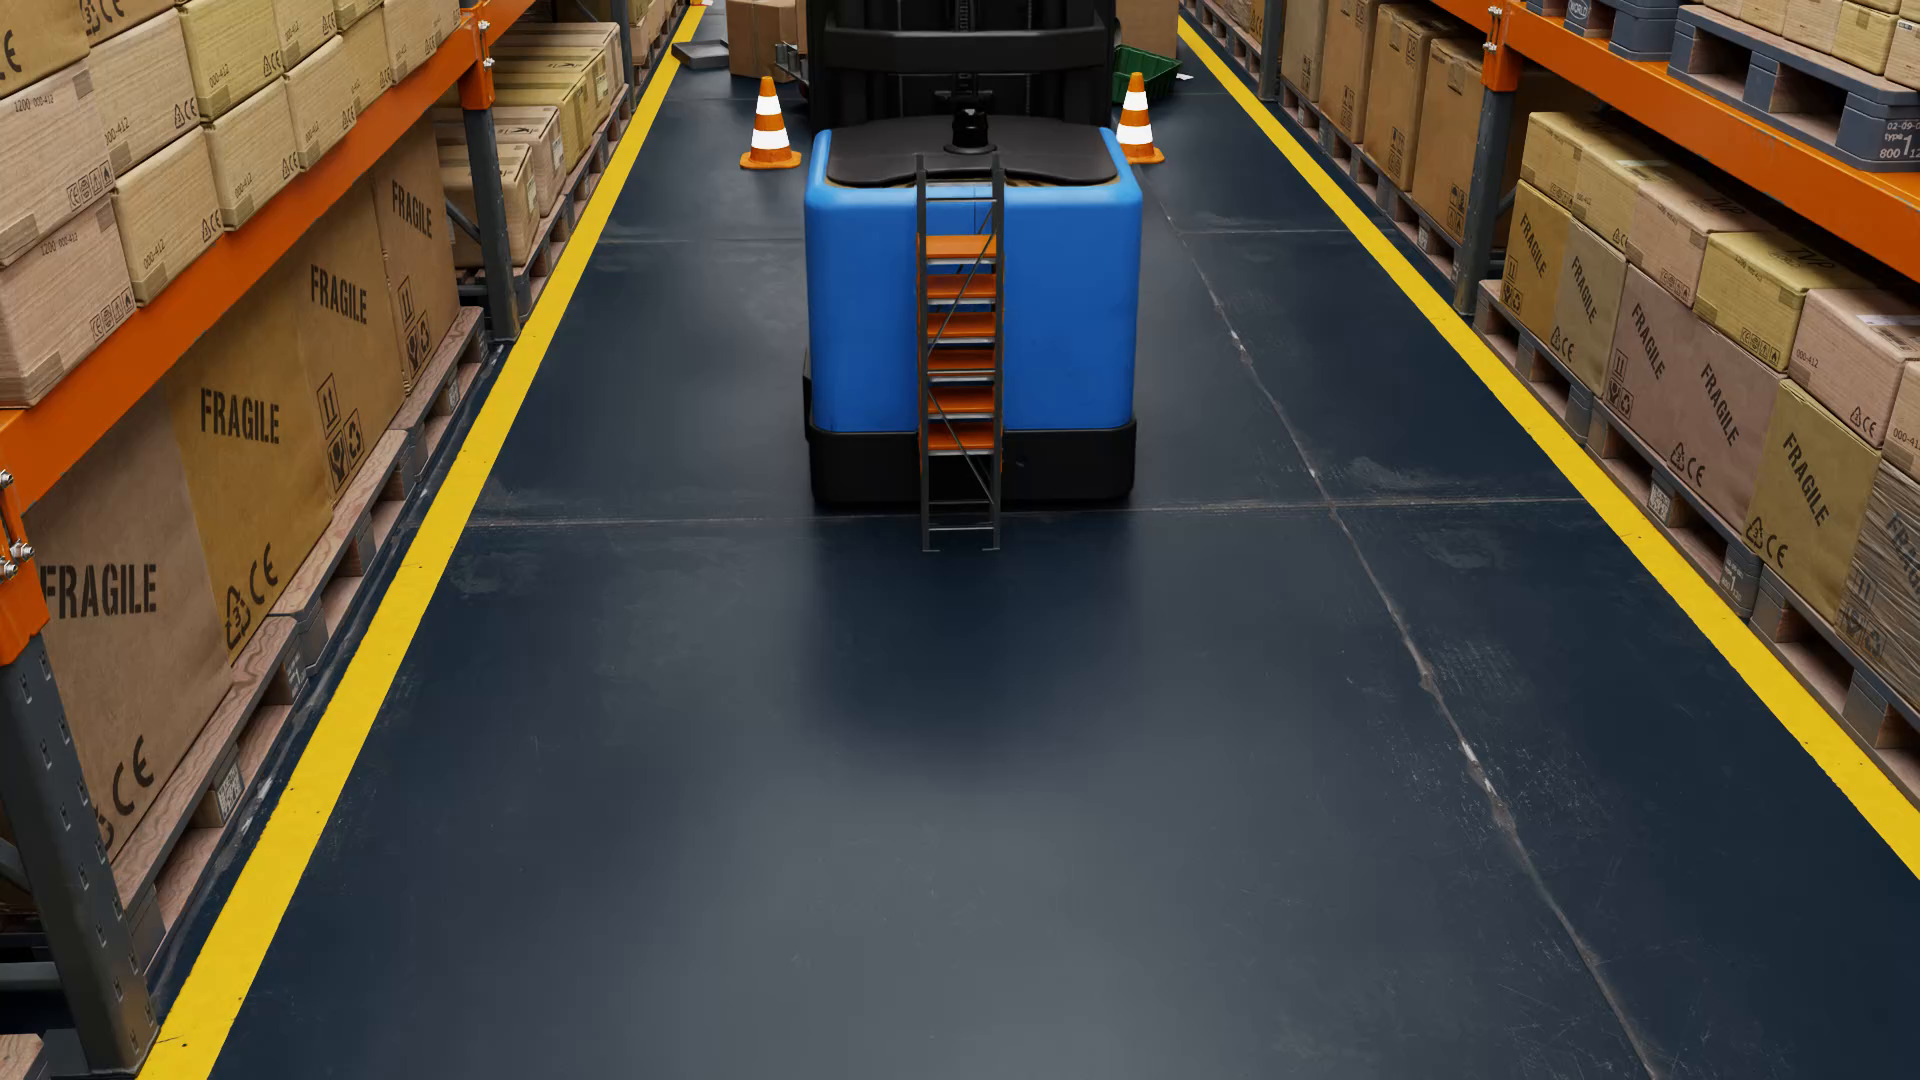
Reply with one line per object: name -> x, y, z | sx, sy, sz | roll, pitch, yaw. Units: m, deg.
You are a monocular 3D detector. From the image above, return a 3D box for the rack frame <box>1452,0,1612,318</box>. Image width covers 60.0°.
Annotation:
rack frame -> 2.624, -2.312, 6.439 | 1.000, 3.000, 0.127 | -1, 28, -3

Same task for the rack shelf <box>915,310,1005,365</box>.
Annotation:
rack shelf -> -0.001, -0.606, 4.950 | 0.258, 0.103, 0.180 | -1, 28, -3

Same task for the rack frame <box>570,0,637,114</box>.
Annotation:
rack frame -> -2.523, -3.993, 9.662 | 1.000, 3.000, 0.127 | -1, 28, -3

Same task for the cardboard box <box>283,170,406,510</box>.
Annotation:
cardboard box -> -2.319, -0.657, 5.109 | 0.875, 0.875, 0.875 | -1, 28, -2

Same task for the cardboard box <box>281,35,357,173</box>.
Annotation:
cardboard box -> -1.921, -1.149, 4.371 | 0.500, 0.250, 0.500 | -2, 28, -3

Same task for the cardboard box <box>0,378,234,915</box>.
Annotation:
cardboard box -> -2.218, 0.173, 3.518 | 0.875, 0.875, 0.875 | -1, 28, -1

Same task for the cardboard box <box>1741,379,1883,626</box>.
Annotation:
cardboard box -> 2.516, -0.115, 4.476 | 0.500, 0.500, 0.500 | -2, 28, -4

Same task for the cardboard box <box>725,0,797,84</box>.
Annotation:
cardboard box -> -1.220, -3.413, 11.251 | 0.500, 0.500, 0.500 | 19, 33, 32

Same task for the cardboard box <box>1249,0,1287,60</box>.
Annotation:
cardboard box -> 2.452, -3.695, 10.935 | 0.875, 0.875, 0.875 | -1, 28, -2

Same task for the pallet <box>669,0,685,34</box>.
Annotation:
pallet -> -2.721, -4.193, 13.061 | 1.003, 0.211, 1.213 | -1, 28, -3

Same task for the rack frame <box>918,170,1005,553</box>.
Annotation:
rack frame -> 0.004, -0.496, 4.904 | 0.240, 1.200, 0.006 | -1, 28, -3

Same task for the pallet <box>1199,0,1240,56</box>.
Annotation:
pallet -> 2.386, -3.841, 12.386 | 1.003, 0.211, 1.213 | -1, 28, -3

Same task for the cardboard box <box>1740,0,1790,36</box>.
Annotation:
cardboard box -> 2.517, -1.563, 4.821 | 0.380, 0.149, 0.250 | -1, 28, -2

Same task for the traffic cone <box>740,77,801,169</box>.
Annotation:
traffic cone -> -1.060, -2.329, 9.216 | 0.336, 0.463, 0.334 | -1, 28, -3

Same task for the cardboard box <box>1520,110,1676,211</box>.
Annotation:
cardboard box -> 2.418, -1.398, 6.125 | 0.500, 0.250, 0.500 | -3, 28, -5

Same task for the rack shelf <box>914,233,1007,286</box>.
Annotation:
rack shelf -> -0.001, -0.818, 4.839 | 0.258, 0.103, 0.180 | -1, 28, -3

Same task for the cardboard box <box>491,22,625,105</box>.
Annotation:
cardboard box -> -2.493, -2.772, 9.709 | 0.950, 0.372, 0.625 | -1, 28, -2

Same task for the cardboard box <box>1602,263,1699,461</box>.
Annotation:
cardboard box -> 2.467, -0.588, 5.383 | 0.500, 0.500, 0.500 | -2, 28, -4

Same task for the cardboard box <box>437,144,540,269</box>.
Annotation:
cardboard box -> -2.334, -1.428, 7.132 | 0.950, 0.372, 0.625 | -3, 28, -6

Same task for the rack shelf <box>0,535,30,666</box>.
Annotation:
rack shelf -> -2.001, 0.944, 0.974 | 1.077, 0.370, 4.000 | -1, 28, -3

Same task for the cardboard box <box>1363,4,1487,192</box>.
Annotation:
cardboard box -> 2.633, -2.188, 8.180 | 1.050, 0.750, 0.750 | -1, 28, -2

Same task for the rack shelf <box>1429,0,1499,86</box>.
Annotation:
rack shelf -> 2.519, -2.917, 8.376 | 1.077, 0.370, 4.000 | -1, 28, -3

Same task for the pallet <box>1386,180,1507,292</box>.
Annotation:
pallet -> 2.658, -1.441, 7.786 | 1.003, 0.211, 1.213 | -1, 28, -3

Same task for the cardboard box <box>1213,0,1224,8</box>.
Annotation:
cardboard box -> 2.355, -4.533, 12.540 | 0.875, 0.875, 0.875 | -2, 28, -3

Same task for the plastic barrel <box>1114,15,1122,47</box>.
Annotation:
plastic barrel -> 0.824, -3.504, 11.510 | 0.512, 0.421, 0.421 | 19, 33, 32

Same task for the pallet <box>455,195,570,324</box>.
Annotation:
pallet -> -2.354, -1.270, 7.457 | 1.003, 0.211, 1.213 | -1, 28, -3

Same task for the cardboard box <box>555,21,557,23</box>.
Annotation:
cardboard box -> -2.823, -3.227, 10.712 | 0.500, 0.250, 0.500 | 0, 28, 0

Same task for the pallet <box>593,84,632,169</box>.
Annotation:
pallet -> -2.481, -2.397, 9.618 | 1.003, 0.211, 1.213 | -1, 28, -3

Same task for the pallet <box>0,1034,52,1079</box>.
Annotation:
pallet -> -2.144, 1.291, 2.547 | 1.003, 0.211, 1.213 | -1, 28, -3

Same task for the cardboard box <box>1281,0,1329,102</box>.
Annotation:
cardboard box -> 2.537, -3.063, 9.859 | 1.050, 0.750, 0.750 | -2, 28, -3

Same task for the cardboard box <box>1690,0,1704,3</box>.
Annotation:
cardboard box -> 2.489, -1.802, 5.279 | 0.380, 0.149, 0.250 | 0, 28, 0

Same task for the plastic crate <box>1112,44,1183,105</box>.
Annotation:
plastic crate -> 1.097, -2.987, 10.711 | 0.450, 0.188, 0.662 | 22, 34, 18

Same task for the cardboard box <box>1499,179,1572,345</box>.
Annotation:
cardboard box -> 2.406, -1.057, 6.282 | 0.500, 0.500, 0.500 | -3, 28, -5

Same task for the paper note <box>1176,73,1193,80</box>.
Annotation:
paper note -> 1.475, -3.132, 11.221 | 0.147, 0.020, 0.142 | -23, 35, -37

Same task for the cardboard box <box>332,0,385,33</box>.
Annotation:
cardboard box -> -1.958, -1.611, 4.716 | 0.500, 0.250, 0.500 | -2, 28, -4

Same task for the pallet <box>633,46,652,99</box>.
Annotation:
pallet -> -2.594, -3.066, 10.900 | 1.003, 0.211, 1.213 | -1, 28, -3

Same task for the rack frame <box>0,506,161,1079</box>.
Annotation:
rack frame -> -2.106, -0.299, 2.579 | 1.000, 3.000, 0.127 | -1, 28, -3

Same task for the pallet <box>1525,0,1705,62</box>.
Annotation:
pallet -> 2.767, -1.900, 5.857 | 1.213, 0.211, 1.003 | -1, 28, -3

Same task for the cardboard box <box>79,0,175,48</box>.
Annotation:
cardboard box -> -1.896, -1.231, 3.176 | 0.500, 0.500, 0.500 | -2, 28, -3

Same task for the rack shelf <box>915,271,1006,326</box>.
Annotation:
rack shelf -> -0.001, -0.712, 4.895 | 0.258, 0.103, 0.180 | -1, 28, -3

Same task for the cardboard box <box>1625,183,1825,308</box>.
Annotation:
cardboard box -> 2.457, -0.935, 5.237 | 0.500, 0.250, 0.500 | -1, 28, -2

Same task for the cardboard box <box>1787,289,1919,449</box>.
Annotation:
cardboard box -> 2.528, -0.451, 4.308 | 0.500, 0.250, 0.500 | 0, 28, 0

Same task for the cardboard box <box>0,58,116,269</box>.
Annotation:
cardboard box -> -1.847, -0.664, 2.900 | 0.500, 0.250, 0.500 | -2, 28, -4

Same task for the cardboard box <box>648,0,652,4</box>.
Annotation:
cardboard box -> -2.324, -3.818, 11.036 | 0.500, 0.500, 0.500 | 0, 28, -1

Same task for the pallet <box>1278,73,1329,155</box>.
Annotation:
pallet -> 2.530, -2.568, 9.946 | 1.003, 0.211, 1.213 | -1, 28, -3

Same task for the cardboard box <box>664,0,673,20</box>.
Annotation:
cardboard box -> -2.369, -3.960, 12.117 | 0.500, 0.250, 0.500 | -2, 28, -4

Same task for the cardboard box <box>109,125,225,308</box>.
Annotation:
cardboard box -> -1.893, -0.681, 3.473 | 0.500, 0.250, 0.500 | -2, 28, -4

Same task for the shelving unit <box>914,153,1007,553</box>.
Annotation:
shelving unit -> -0.001, -0.539, 4.985 | 0.258, 1.200, 0.189 | -1, 28, -3

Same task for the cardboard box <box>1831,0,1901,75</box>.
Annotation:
cardboard box -> 2.543, -1.320, 4.354 | 0.380, 0.149, 0.250 | 0, 28, 0

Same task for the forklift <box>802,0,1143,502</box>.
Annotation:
forklift -> -0.006, -2.062, 6.034 | 1.130, 2.935, 3.031 | -1, 28, -2

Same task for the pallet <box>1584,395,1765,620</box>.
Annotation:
pallet -> 2.724, -0.153, 5.314 | 1.003, 0.211, 1.213 | -1, 28, -3

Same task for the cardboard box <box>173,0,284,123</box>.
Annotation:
cardboard box -> -1.902, -1.137, 3.809 | 0.500, 0.250, 0.500 | -1, 28, -2

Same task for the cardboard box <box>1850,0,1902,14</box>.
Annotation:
cardboard box -> 2.542, -1.459, 4.300 | 0.380, 0.149, 0.250 | -1, 28, -2

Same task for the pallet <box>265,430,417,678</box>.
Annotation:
pallet -> -2.288, 0.019, 4.986 | 1.003, 0.211, 1.213 | -1, 28, -3

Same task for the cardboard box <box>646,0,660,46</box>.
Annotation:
cardboard box -> -2.324, -3.485, 11.208 | 0.500, 0.250, 0.500 | 0, 28, 0

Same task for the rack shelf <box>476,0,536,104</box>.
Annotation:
rack shelf -> -2.419, -2.750, 8.058 | 1.077, 0.370, 4.000 | -1, 28, -3

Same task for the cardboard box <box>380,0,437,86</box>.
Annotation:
cardboard box -> -1.986, -1.616, 5.268 | 0.500, 0.250, 0.500 | -1, 28, -2

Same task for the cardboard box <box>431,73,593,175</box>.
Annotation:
cardboard box -> -2.414, -2.119, 8.457 | 0.950, 0.372, 0.625 | 0, 28, -1
